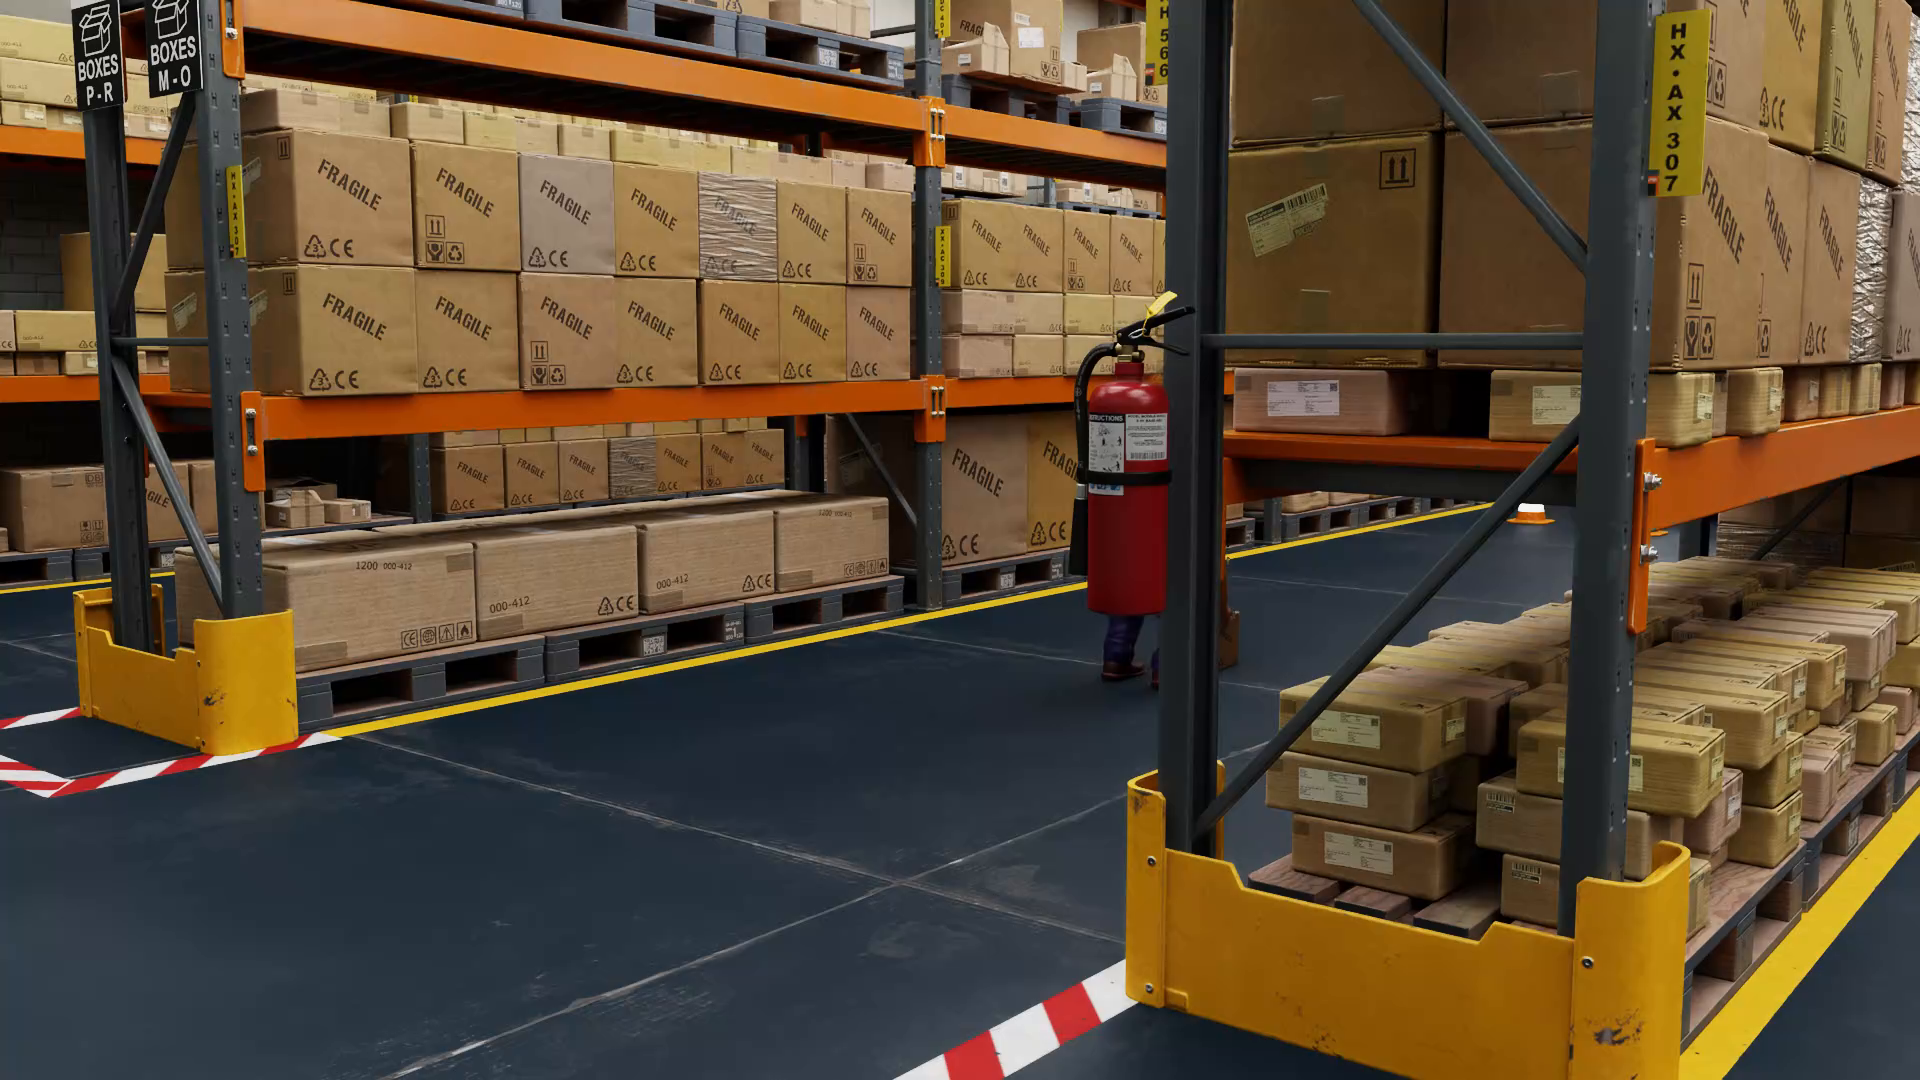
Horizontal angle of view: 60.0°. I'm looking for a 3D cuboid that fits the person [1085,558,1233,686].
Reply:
[{"bbox_3d":[0.928,0.130,7.543,0.525,0.986,0.668,5,9,38],"label":"person"}]
